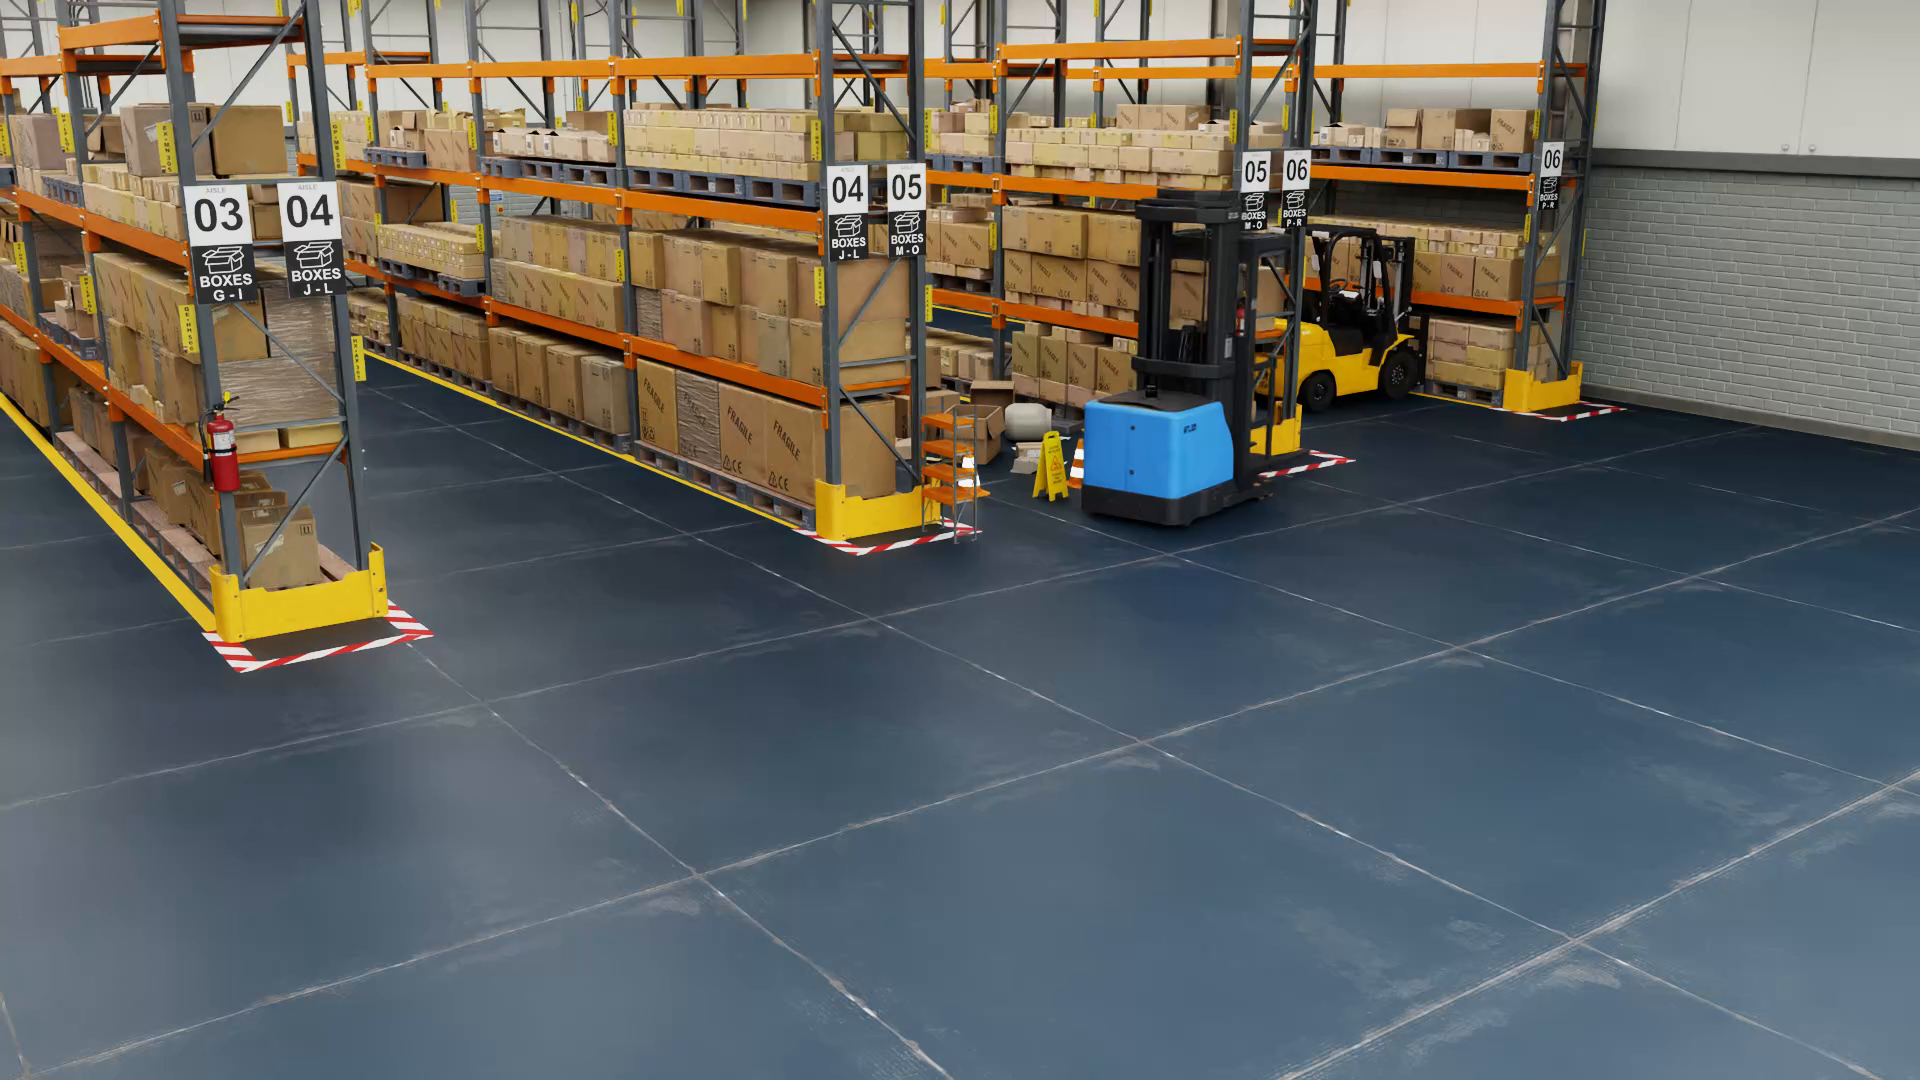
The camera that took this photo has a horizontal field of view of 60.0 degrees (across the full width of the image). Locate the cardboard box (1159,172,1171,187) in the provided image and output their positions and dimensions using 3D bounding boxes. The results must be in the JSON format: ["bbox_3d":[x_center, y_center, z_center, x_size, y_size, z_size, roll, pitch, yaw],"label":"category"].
[{"bbox_3d":[2.369,-3.886,17.886,0.380,0.149,0.250,-11,19,-34],"label":"cardboard box"}]

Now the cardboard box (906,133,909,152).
[{"bbox_3d":[-0.582,-5.237,22.150,0.797,0.503,0.637,-11,19,-35],"label":"cardboard box"}]

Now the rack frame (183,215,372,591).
[{"bbox_3d":[-4.814,-0.815,11.872,1.000,3.000,0.127,-11,19,-35],"label":"rack frame"}]

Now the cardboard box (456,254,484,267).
[{"bbox_3d":[-6.105,-3.531,20.913,0.380,0.149,0.250,-10,18,-33],"label":"cardboard box"}]

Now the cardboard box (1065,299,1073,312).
[{"bbox_3d":[1.447,-2.761,19.457,0.380,0.149,0.250,-11,19,-35],"label":"cardboard box"}]

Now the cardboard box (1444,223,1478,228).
[{"bbox_3d":[6.514,-4.028,21.630,0.380,0.149,0.250,-11,19,-36],"label":"cardboard box"}]

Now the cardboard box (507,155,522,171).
[{"bbox_3d":[-5.567,-4.930,21.034,0.500,0.500,0.500,-11,19,-35],"label":"cardboard box"}]

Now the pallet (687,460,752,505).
[{"bbox_3d":[-1.989,-0.637,16.504,1.003,0.211,1.213,-11,19,-35],"label":"pallet"}]

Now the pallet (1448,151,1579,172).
[{"bbox_3d":[6.820,-4.684,20.492,1.003,0.211,1.213,-11,19,-35],"label":"pallet"}]

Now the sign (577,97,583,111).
[{"bbox_3d":[-6.658,-7.591,29.143,0.100,0.325,0.005,-11,19,-35],"label":"sign"}]

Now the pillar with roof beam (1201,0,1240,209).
[{"bbox_3d":[0.524,-6.920,22.812,9.100,9.000,0.400,-11,19,-35],"label":"pillar with roof beam"}]

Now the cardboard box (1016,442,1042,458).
[{"bbox_3d":[0.798,-0.944,17.745,0.380,0.149,0.250,-2,15,-6],"label":"cardboard box"}]

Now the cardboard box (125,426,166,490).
[{"bbox_3d":[-7.510,-0.810,15.756,0.700,0.500,0.500,-13,20,-39],"label":"cardboard box"}]

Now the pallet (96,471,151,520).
[{"bbox_3d":[-7.625,-0.490,15.967,1.003,0.211,1.213,-11,19,-35],"label":"pallet"}]

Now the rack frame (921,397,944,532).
[{"bbox_3d":[-0.241,-0.666,14.737,0.240,1.200,0.015,-11,19,-35],"label":"rack frame"}]

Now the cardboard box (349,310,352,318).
[{"bbox_3d":[-9.423,-3.580,26.015,0.380,0.149,0.250,-12,19,-37],"label":"cardboard box"}]

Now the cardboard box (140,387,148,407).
[{"bbox_3d":[-6.528,-1.192,13.726,0.380,0.149,0.250,-11,19,-35],"label":"cardboard box"}]

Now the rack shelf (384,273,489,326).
[{"bbox_3d":[-6.622,-3.352,22.503,1.077,0.370,4.000,-11,19,-35],"label":"rack shelf"}]

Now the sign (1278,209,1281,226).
[{"bbox_3d":[4.430,-4.413,22.973,0.100,0.325,0.005,-11,19,-35],"label":"sign"}]

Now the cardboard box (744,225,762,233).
[{"bbox_3d":[-2.920,-4.620,25.112,0.500,0.250,0.500,-12,19,-36],"label":"cardboard box"}]

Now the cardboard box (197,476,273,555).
[{"bbox_3d":[-5.900,-0.207,13.589,0.500,0.500,0.500,-9,18,-29],"label":"cardboard box"}]

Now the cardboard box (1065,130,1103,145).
[{"bbox_3d":[1.415,-4.585,18.931,0.380,0.149,0.250,-12,19,-36],"label":"cardboard box"}]

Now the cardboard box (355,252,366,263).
[{"bbox_3d":[-8.820,-4.246,24.883,0.380,0.149,0.250,-12,19,-37],"label":"cardboard box"}]

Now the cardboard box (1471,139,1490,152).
[{"bbox_3d":[6.482,-4.831,20.352,0.380,0.149,0.250,-12,19,-36],"label":"cardboard box"}]

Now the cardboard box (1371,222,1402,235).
[{"bbox_3d":[5.632,-4.106,21.915,0.380,0.149,0.250,-11,19,-35],"label":"cardboard box"}]

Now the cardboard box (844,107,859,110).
[{"bbox_3d":[-1.851,-8.055,31.415,0.500,0.250,0.500,-11,19,-35],"label":"cardboard box"}]

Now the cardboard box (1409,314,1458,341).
[{"bbox_3d":[6.082,-2.747,21.451,0.500,0.250,0.500,-11,19,-34],"label":"cardboard box"}]

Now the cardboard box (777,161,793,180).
[{"bbox_3d":[-1.360,-3.212,14.438,0.380,0.149,0.250,-11,19,-34],"label":"cardboard box"}]

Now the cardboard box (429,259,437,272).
[{"bbox_3d":[-6.707,-3.606,21.750,0.380,0.149,0.250,-12,19,-37],"label":"cardboard box"}]

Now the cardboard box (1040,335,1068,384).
[{"bbox_3d":[1.303,-2.165,19.797,0.500,0.500,0.500,-10,18,-32],"label":"cardboard box"}]

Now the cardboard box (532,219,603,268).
[{"bbox_3d":[-4.589,-3.488,19.553,0.700,0.500,0.500,-11,19,-35],"label":"cardboard box"}]

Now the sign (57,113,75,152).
[{"bbox_3d":[-7.613,-3.468,14.159,0.100,0.325,0.005,-11,19,-35],"label":"sign"}]

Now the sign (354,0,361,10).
[{"bbox_3d":[-8.248,-7.428,22.749,0.100,0.325,0.005,-11,19,-35],"label":"sign"}]

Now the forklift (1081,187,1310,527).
[{"bbox_3d":[2.416,-1.863,15.829,1.130,2.935,3.031,12,19,36],"label":"forklift"}]

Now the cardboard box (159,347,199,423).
[{"bbox_3d":[-5.506,-1.217,12.586,0.875,0.500,0.500,-11,19,-35],"label":"cardboard box"}]

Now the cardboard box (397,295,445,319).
[{"bbox_3d":[-7.577,-3.285,23.417,0.500,0.250,0.500,-12,19,-37],"label":"cardboard box"}]

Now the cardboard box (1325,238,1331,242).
[{"bbox_3d":[5.167,-4.124,22.545,0.380,0.149,0.250,-11,19,-35],"label":"cardboard box"}]

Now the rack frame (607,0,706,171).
[{"bbox_3d":[-3.094,-5.311,16.934,1.000,3.000,0.127,-11,19,-35],"label":"rack frame"}]

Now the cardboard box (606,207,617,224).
[{"bbox_3d":[-5.836,-5.567,29.045,0.500,0.500,0.500,-11,19,-35],"label":"cardboard box"}]

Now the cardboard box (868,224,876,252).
[{"bbox_3d":[-1.112,-4.214,22.740,0.500,0.500,0.500,-10,18,-32],"label":"cardboard box"}]

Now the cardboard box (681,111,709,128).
[{"bbox_3d":[-2.406,-3.976,15.721,0.380,0.149,0.250,-11,19,-35],"label":"cardboard box"}]

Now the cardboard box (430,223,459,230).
[{"bbox_3d":[-7.246,-4.381,23.455,0.380,0.149,0.250,-12,19,-36],"label":"cardboard box"}]

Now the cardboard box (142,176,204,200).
[{"bbox_3d":[-5.704,-2.558,12.086,0.380,0.149,0.250,-11,19,-34],"label":"cardboard box"}]

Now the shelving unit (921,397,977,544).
[{"bbox_3d":[-0.097,-0.614,14.547,0.258,1.200,0.503,-11,19,-35],"label":"shelving unit"}]

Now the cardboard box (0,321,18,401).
[{"bbox_3d":[-10.951,-2.231,20.274,1.225,0.875,0.875,-12,19,-36],"label":"cardboard box"}]

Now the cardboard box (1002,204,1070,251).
[{"bbox_3d":[0.933,-3.754,19.962,0.700,0.500,0.500,-11,19,-35],"label":"cardboard box"}]

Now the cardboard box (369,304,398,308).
[{"bbox_3d":[-8.642,-3.444,24.954,0.380,0.149,0.250,-10,18,-33],"label":"cardboard box"}]

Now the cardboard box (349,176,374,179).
[{"bbox_3d":[-9.382,-5.486,26.293,0.500,0.500,0.500,-12,19,-36],"label":"cardboard box"}]

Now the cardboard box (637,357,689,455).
[{"bbox_3d":[-2.781,-1.450,17.421,0.875,0.875,0.875,-11,19,-34],"label":"cardboard box"}]

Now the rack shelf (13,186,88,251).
[{"bbox_3d":[-8.342,-3.196,16.252,1.077,0.370,4.000,-11,19,-35],"label":"rack shelf"}]

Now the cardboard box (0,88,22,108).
[{"bbox_3d":[-12.417,-5.687,21.394,0.500,0.250,0.500,-12,20,-38],"label":"cardboard box"}]

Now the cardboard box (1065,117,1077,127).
[{"bbox_3d":[1.803,-6.692,26.627,0.380,0.149,0.250,-12,19,-36],"label":"cardboard box"}]

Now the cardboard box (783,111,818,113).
[{"bbox_3d":[-1.428,-3.917,15.502,0.380,0.149,0.250,-11,19,-35],"label":"cardboard box"}]

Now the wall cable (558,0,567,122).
[{"bbox_3d":[-9.168,-9.950,33.885,2.355,3.000,0.029,-11,19,-35],"label":"wall cable"}]

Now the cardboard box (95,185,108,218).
[{"bbox_3d":[-6.793,-2.796,13.710,0.500,0.250,0.500,-11,19,-35],"label":"cardboard box"}]
